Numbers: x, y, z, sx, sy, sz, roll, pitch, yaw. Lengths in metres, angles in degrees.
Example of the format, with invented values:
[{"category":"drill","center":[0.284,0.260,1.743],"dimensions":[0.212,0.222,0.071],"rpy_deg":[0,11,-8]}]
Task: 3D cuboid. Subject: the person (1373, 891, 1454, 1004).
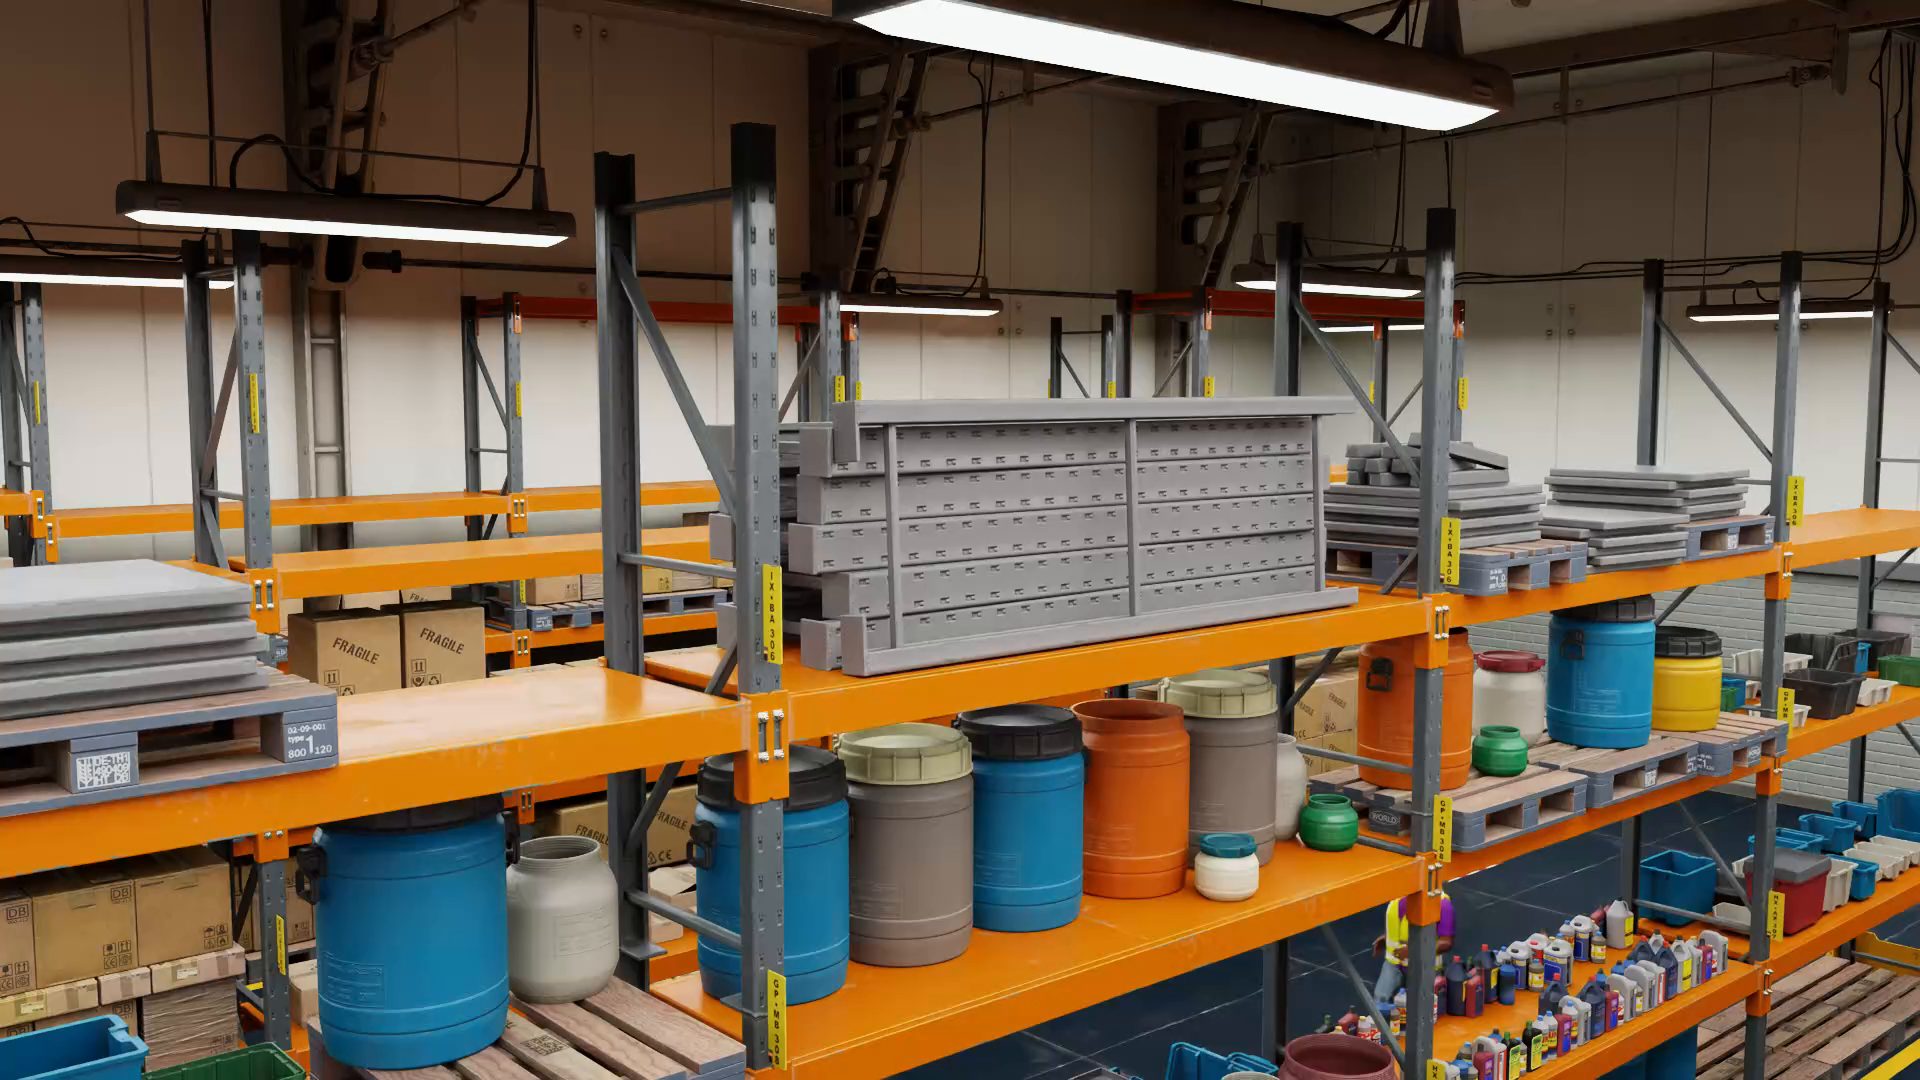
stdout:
[{"category":"person","center":[3.309,3.135,12.281],"dimensions":[0.623,1.724,0.696],"rpy_deg":[-5,7,-40]}]
